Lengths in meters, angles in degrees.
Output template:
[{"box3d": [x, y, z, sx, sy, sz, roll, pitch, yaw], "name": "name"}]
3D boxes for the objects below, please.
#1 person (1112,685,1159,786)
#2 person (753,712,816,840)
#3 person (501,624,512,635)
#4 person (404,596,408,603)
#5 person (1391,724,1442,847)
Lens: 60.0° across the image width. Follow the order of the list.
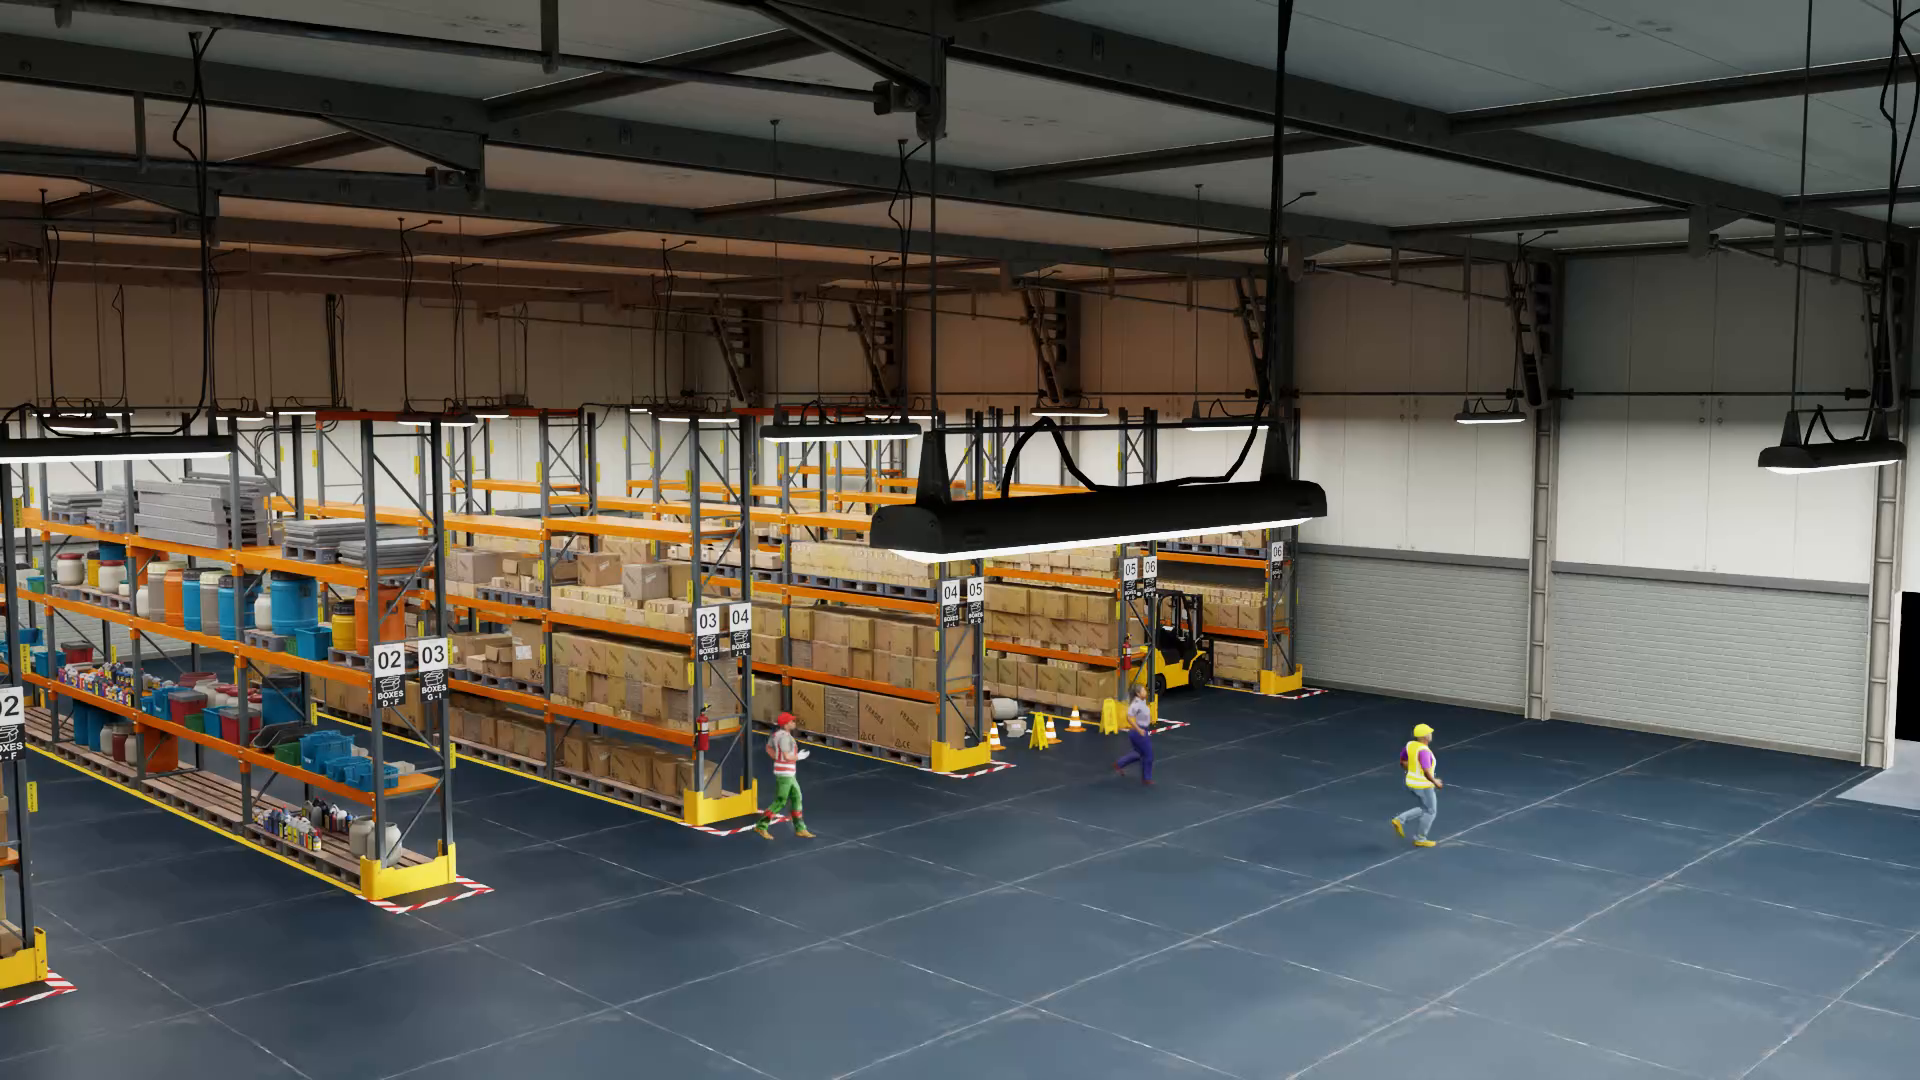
[{"box3d": [2.845, 3.149, 26.908, 0.776, 1.648, 0.601, 1, 5, 6], "name": "person"}, {"box3d": [-2.499, 3.342, 23.535, 0.890, 1.803, 0.661, -1, 5, -12], "name": "person"}, {"box3d": [-11.088, 1.854, 40.856, 0.850, 1.731, 0.710, 4, 6, 36], "name": "person"}, {"box3d": [-12.917, 2.114, 38.432, 0.636, 1.606, 0.873, 1, 5, 9], "name": "person"}, {"box3d": [6.363, 3.418, 23.217, 0.602, 1.720, 0.733, -1, 5, -14], "name": "person"}]
